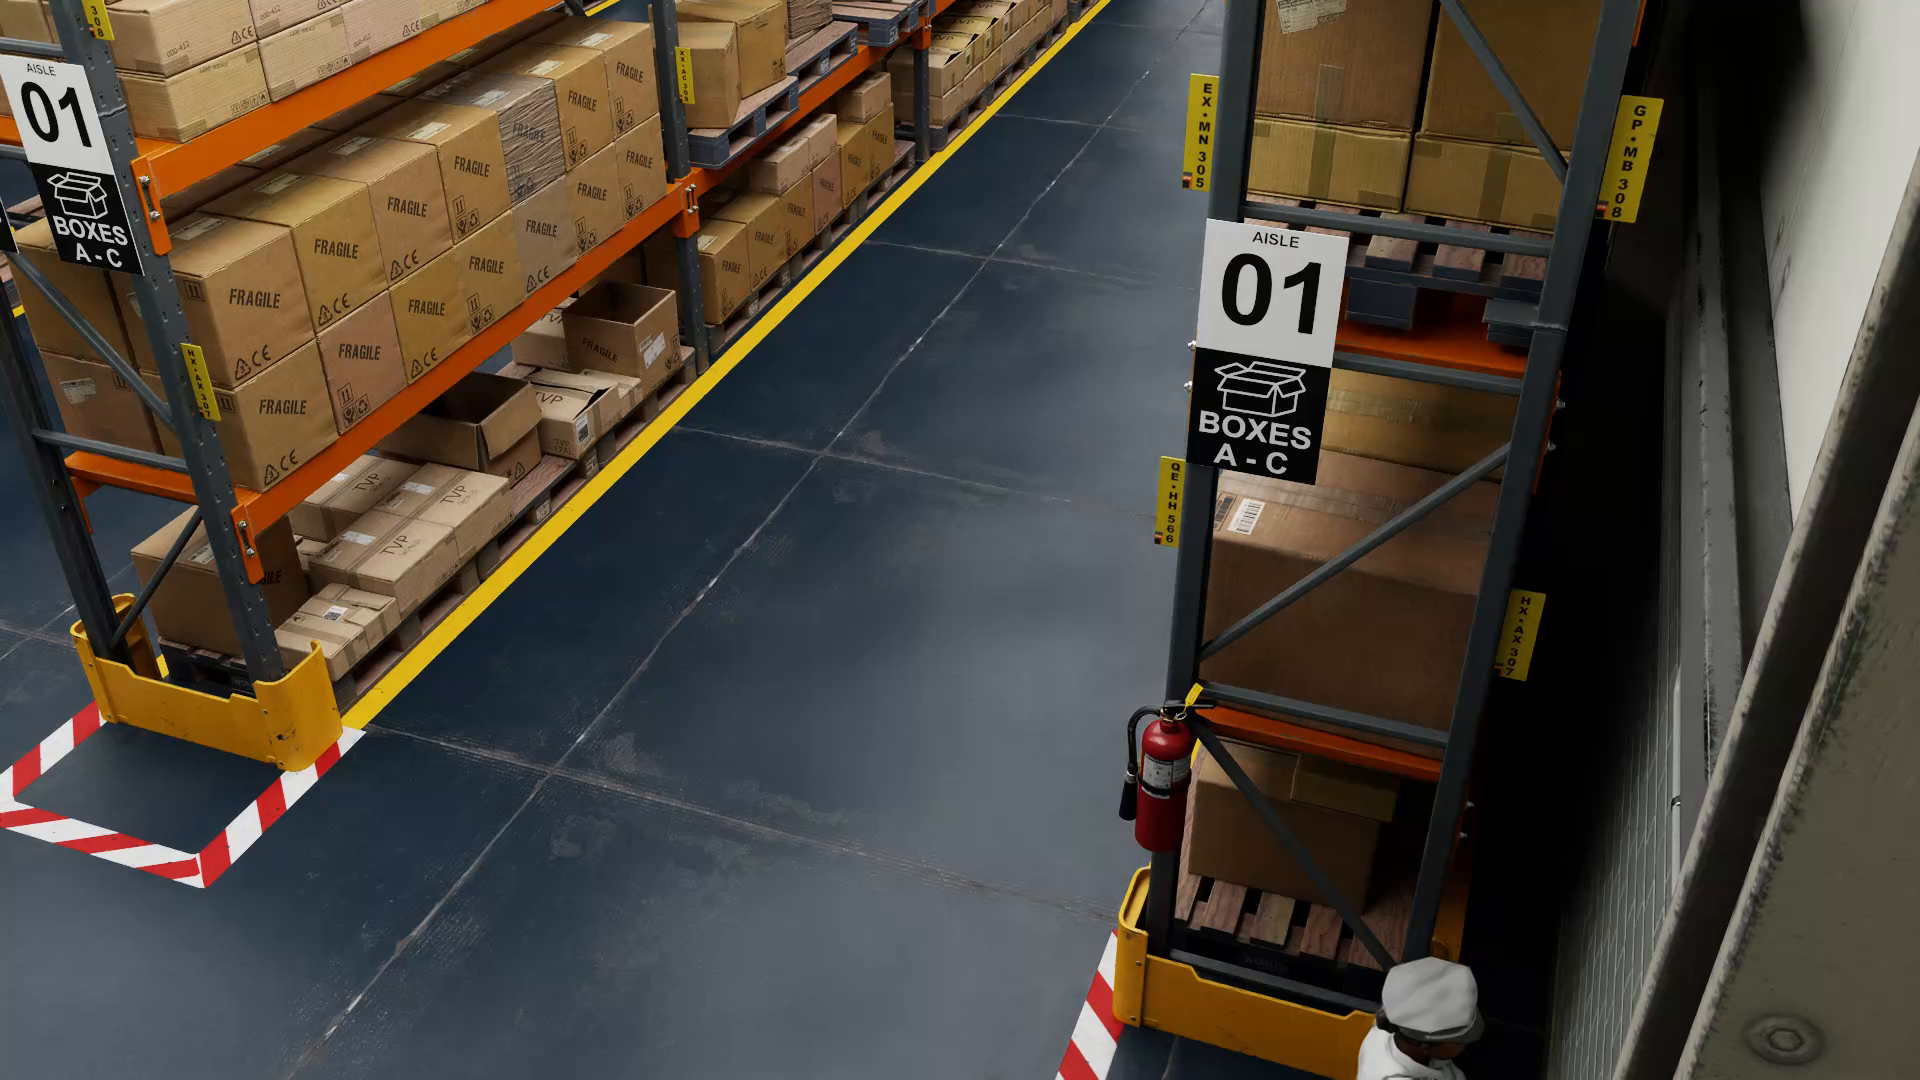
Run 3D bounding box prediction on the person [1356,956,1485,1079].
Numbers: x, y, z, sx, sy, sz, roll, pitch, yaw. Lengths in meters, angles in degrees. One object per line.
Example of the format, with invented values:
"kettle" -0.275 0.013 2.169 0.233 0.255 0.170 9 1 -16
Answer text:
"person" 1.258 1.870 4.756 0.367 1.762 0.485 10 35 15
